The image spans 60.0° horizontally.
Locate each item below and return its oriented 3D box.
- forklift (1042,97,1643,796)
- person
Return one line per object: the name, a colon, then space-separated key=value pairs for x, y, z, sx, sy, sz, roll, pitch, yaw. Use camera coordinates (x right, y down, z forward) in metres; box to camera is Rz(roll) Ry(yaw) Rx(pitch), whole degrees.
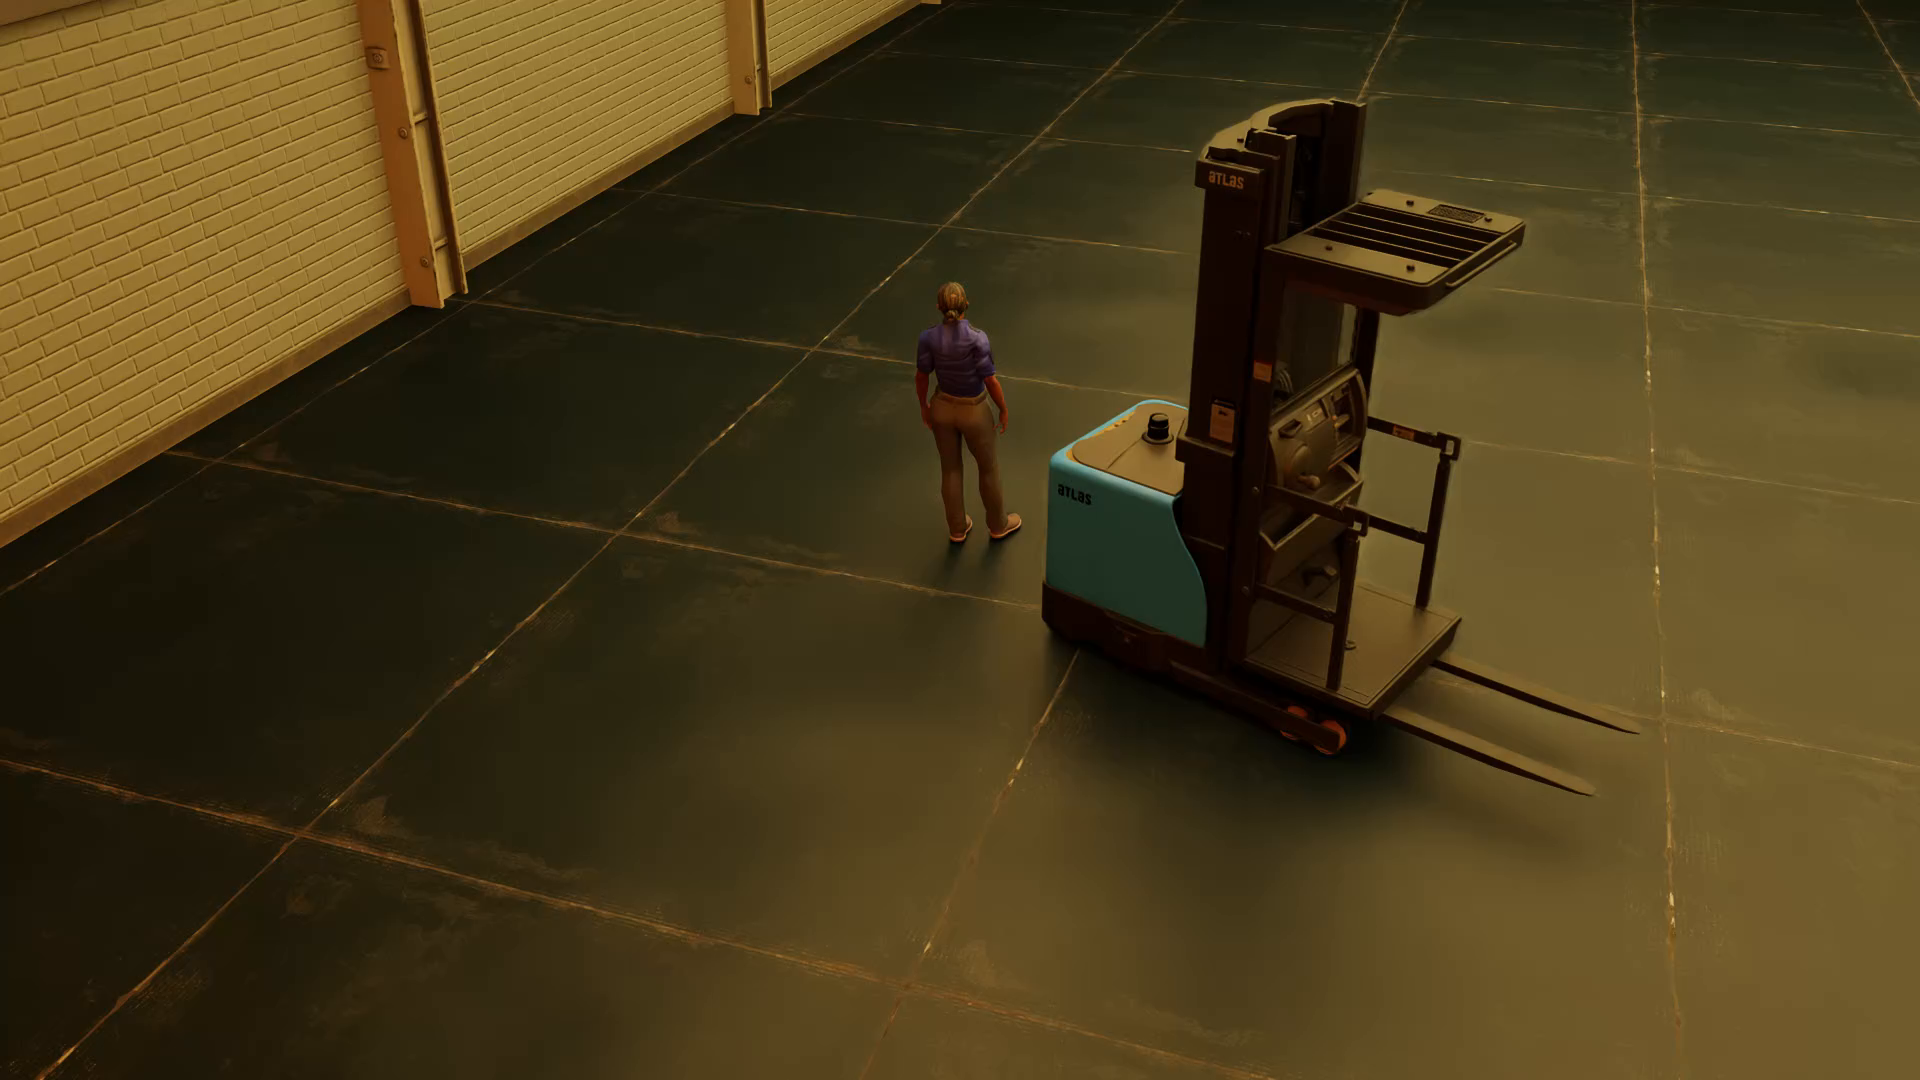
forklift: x=1.919 y=-0.510 z=8.031 sx=3.031 sy=2.935 sz=1.130 roll=22 pitch=36 yaw=33
person: x=0.047 y=-0.763 z=9.749 sx=0.569 sy=1.656 sz=0.503 roll=10 pitch=31 yaw=16
